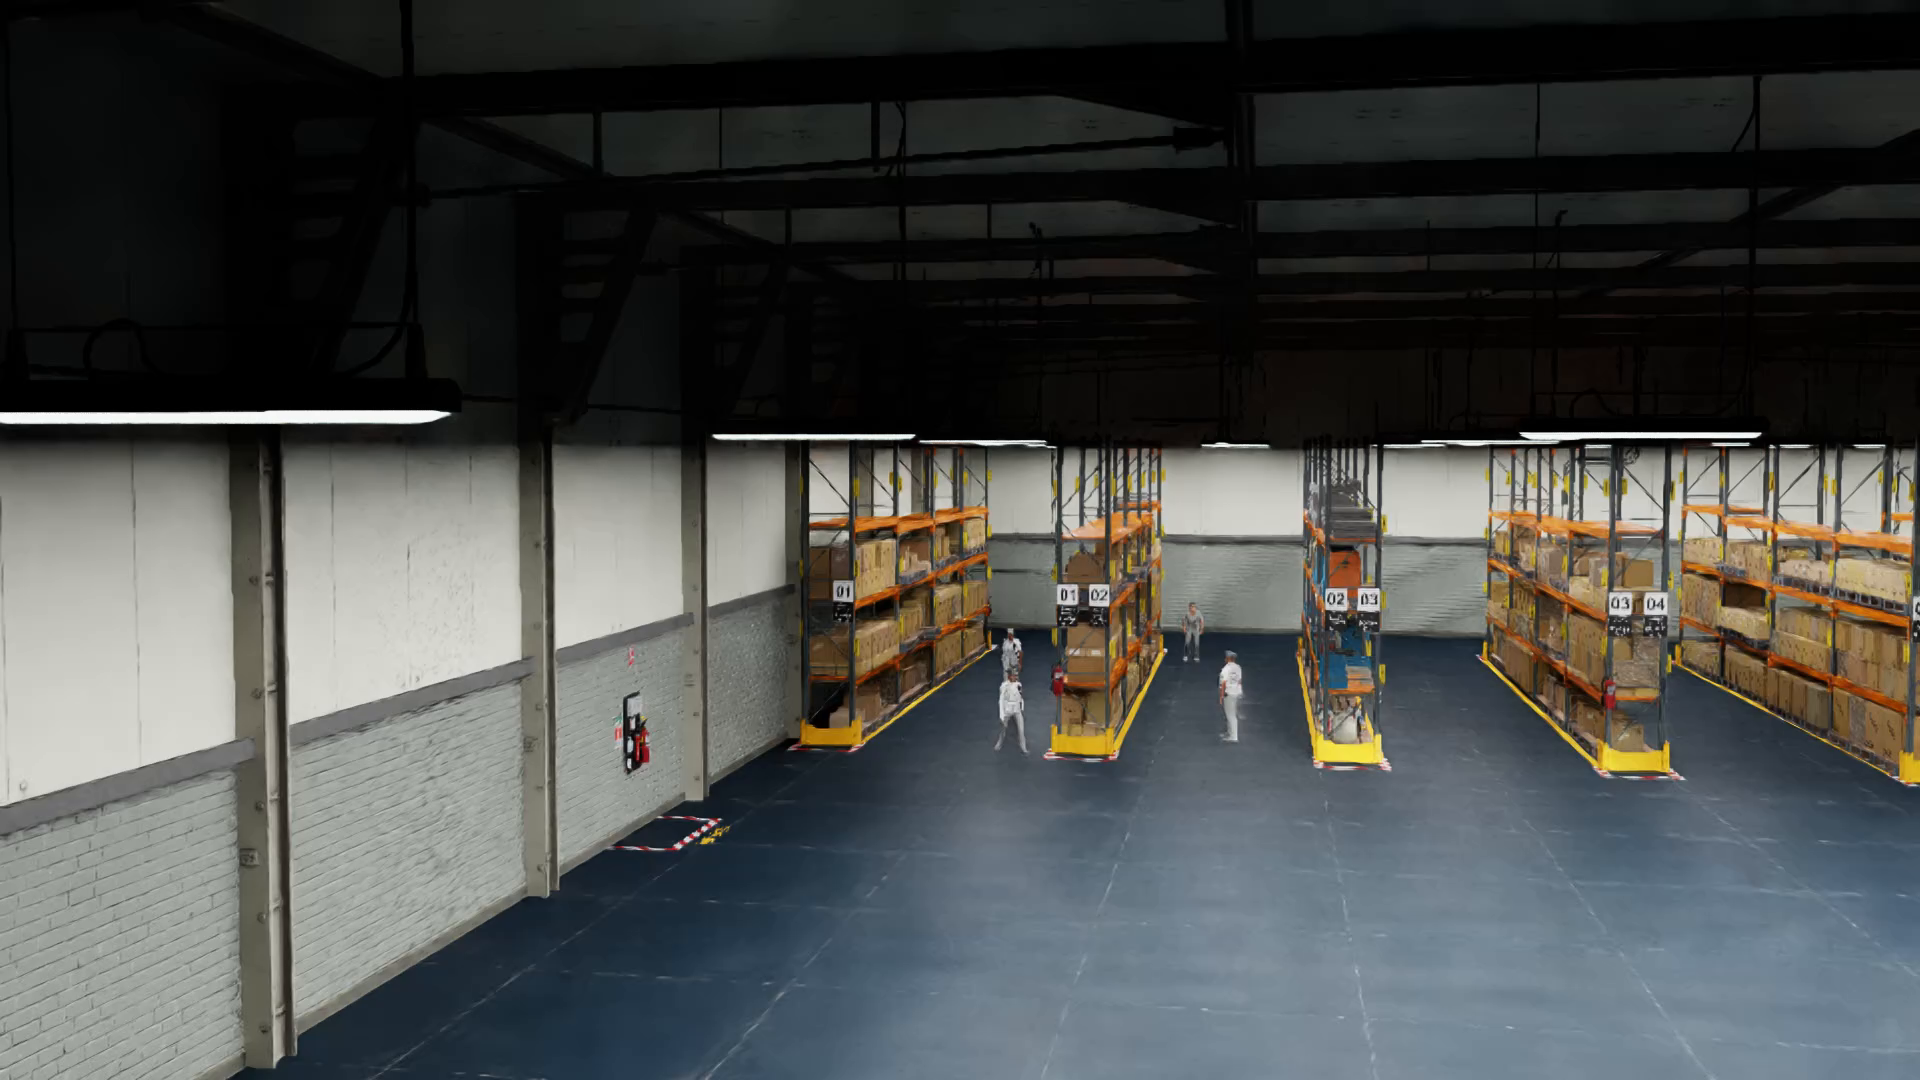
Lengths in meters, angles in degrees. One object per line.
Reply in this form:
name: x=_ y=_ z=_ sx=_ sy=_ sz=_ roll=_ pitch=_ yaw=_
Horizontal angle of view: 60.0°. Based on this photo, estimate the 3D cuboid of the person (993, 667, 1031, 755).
person: x=0.965 y=3.198 z=31.310 sx=0.550 sy=1.643 sz=0.907 roll=-1 pitch=3 yaw=-14

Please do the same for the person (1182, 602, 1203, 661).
person: x=6.318 y=2.480 z=45.160 sx=0.580 sy=1.618 sz=0.507 roll=0 pitch=3 yaw=8

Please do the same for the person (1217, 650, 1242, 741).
person: x=5.305 y=3.058 z=32.827 sx=0.578 sy=1.746 sz=0.655 roll=3 pitch=4 yaw=39

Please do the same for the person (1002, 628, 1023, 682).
person: x=1.210 y=2.833 z=38.506 sx=0.493 sy=1.606 sz=0.991 roll=0 pitch=3 yaw=9
